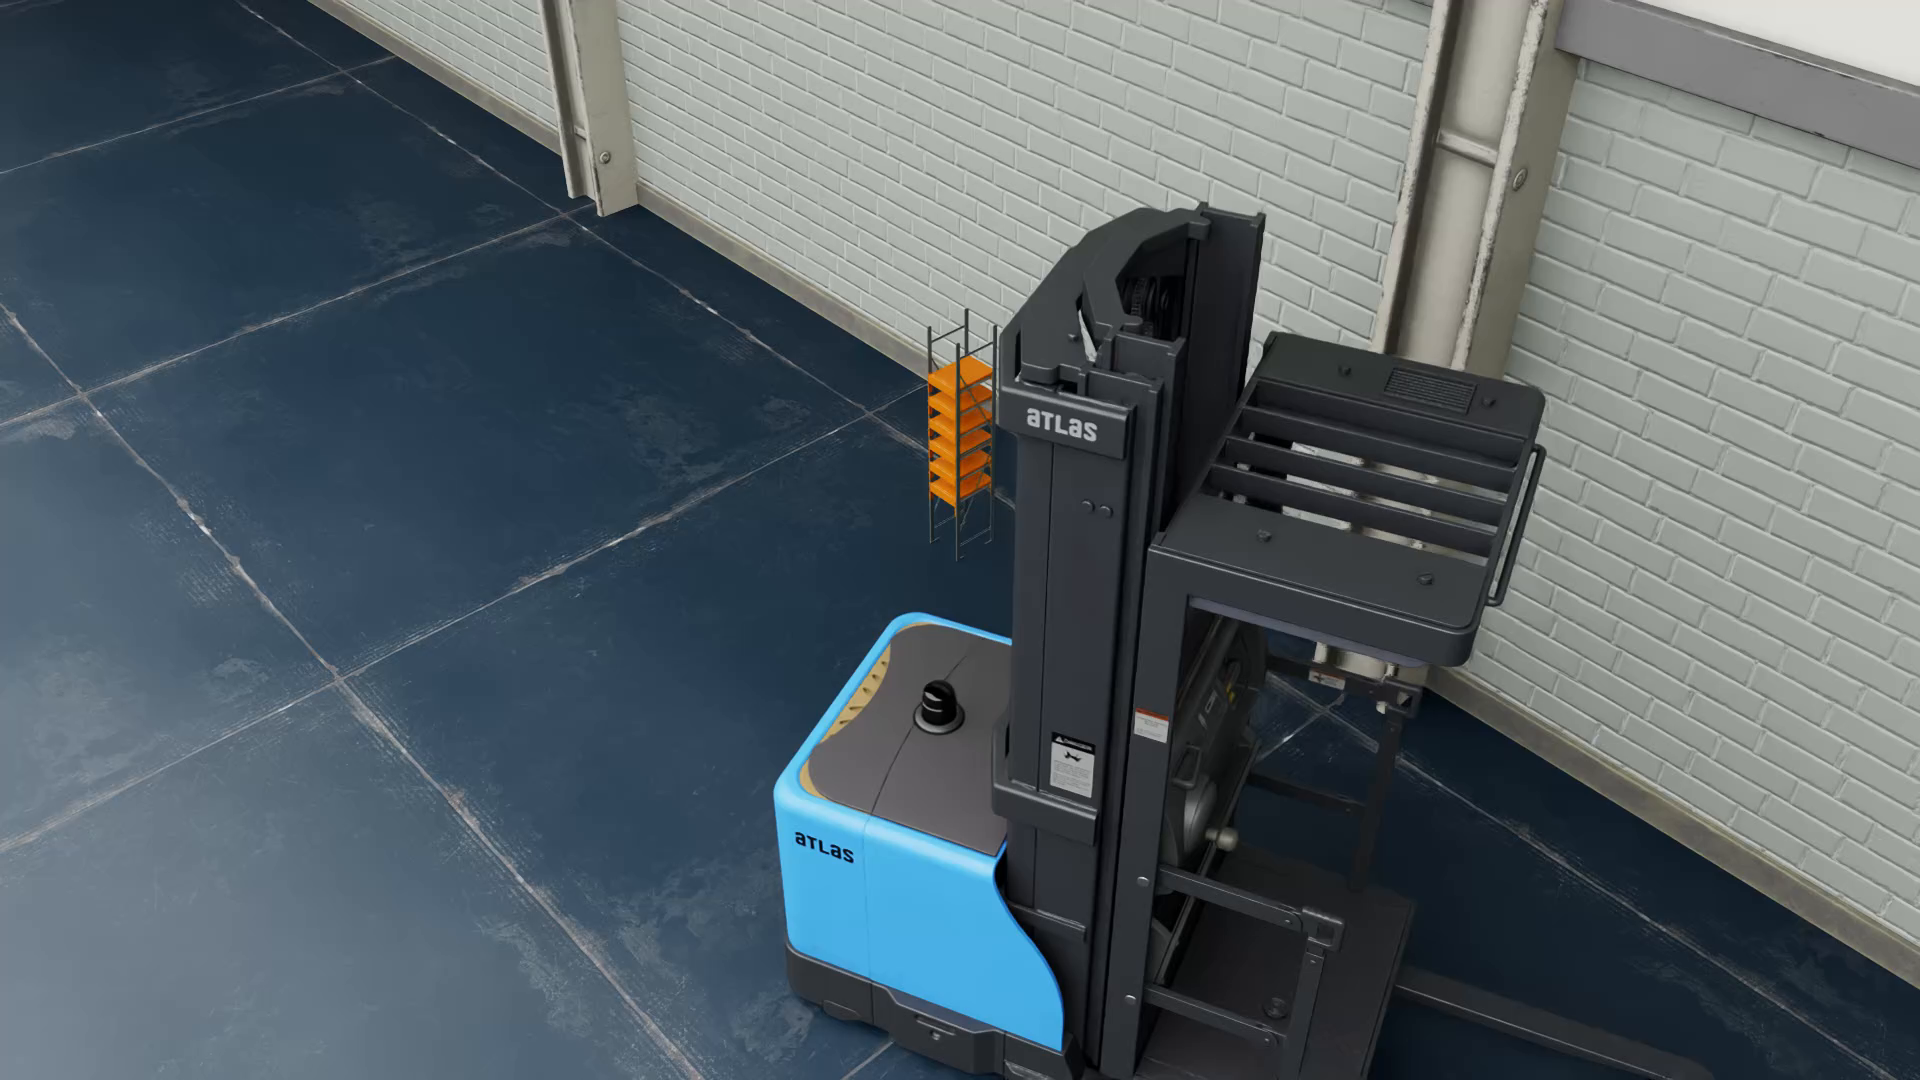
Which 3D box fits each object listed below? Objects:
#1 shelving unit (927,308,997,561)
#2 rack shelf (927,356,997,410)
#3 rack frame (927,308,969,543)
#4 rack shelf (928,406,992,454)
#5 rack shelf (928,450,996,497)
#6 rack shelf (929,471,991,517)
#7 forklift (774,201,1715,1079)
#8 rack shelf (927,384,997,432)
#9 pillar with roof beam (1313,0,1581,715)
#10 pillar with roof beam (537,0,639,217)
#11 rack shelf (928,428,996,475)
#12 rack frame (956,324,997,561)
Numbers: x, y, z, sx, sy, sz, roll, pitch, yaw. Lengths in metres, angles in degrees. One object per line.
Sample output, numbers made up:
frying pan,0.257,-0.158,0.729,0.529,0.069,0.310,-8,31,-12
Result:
shelving unit,0.010,-0.460,7.573,0.258,1.200,0.189,-30,48,-32
rack shelf,0.010,-0.706,7.374,0.258,0.103,0.180,-30,48,-32
rack frame,-0.052,-0.502,7.625,0.240,1.200,0.006,-30,48,-32
rack shelf,0.010,-0.519,7.525,0.258,0.103,0.180,-30,48,-32
rack shelf,0.010,-0.332,7.676,0.258,0.103,0.180,-30,48,-32
rack shelf,0.010,-0.239,7.751,0.258,0.103,0.180,-30,48,-32
forklift,0.950,0.587,4.898,3.031,2.935,1.130,16,41,18
rack shelf,0.010,-0.612,7.450,0.258,0.103,0.180,-30,48,-32
pillar with roof beam,-1.388,-1.085,2.140,9.100,9.000,0.400,-30,48,-32
pillar with roof beam,-5.446,-3.862,5.578,9.100,9.000,0.400,-30,48,-32
rack shelf,0.010,-0.426,7.600,0.258,0.103,0.180,-30,48,-32
rack frame,0.072,-0.418,7.520,0.240,1.200,0.006,-30,48,-32
